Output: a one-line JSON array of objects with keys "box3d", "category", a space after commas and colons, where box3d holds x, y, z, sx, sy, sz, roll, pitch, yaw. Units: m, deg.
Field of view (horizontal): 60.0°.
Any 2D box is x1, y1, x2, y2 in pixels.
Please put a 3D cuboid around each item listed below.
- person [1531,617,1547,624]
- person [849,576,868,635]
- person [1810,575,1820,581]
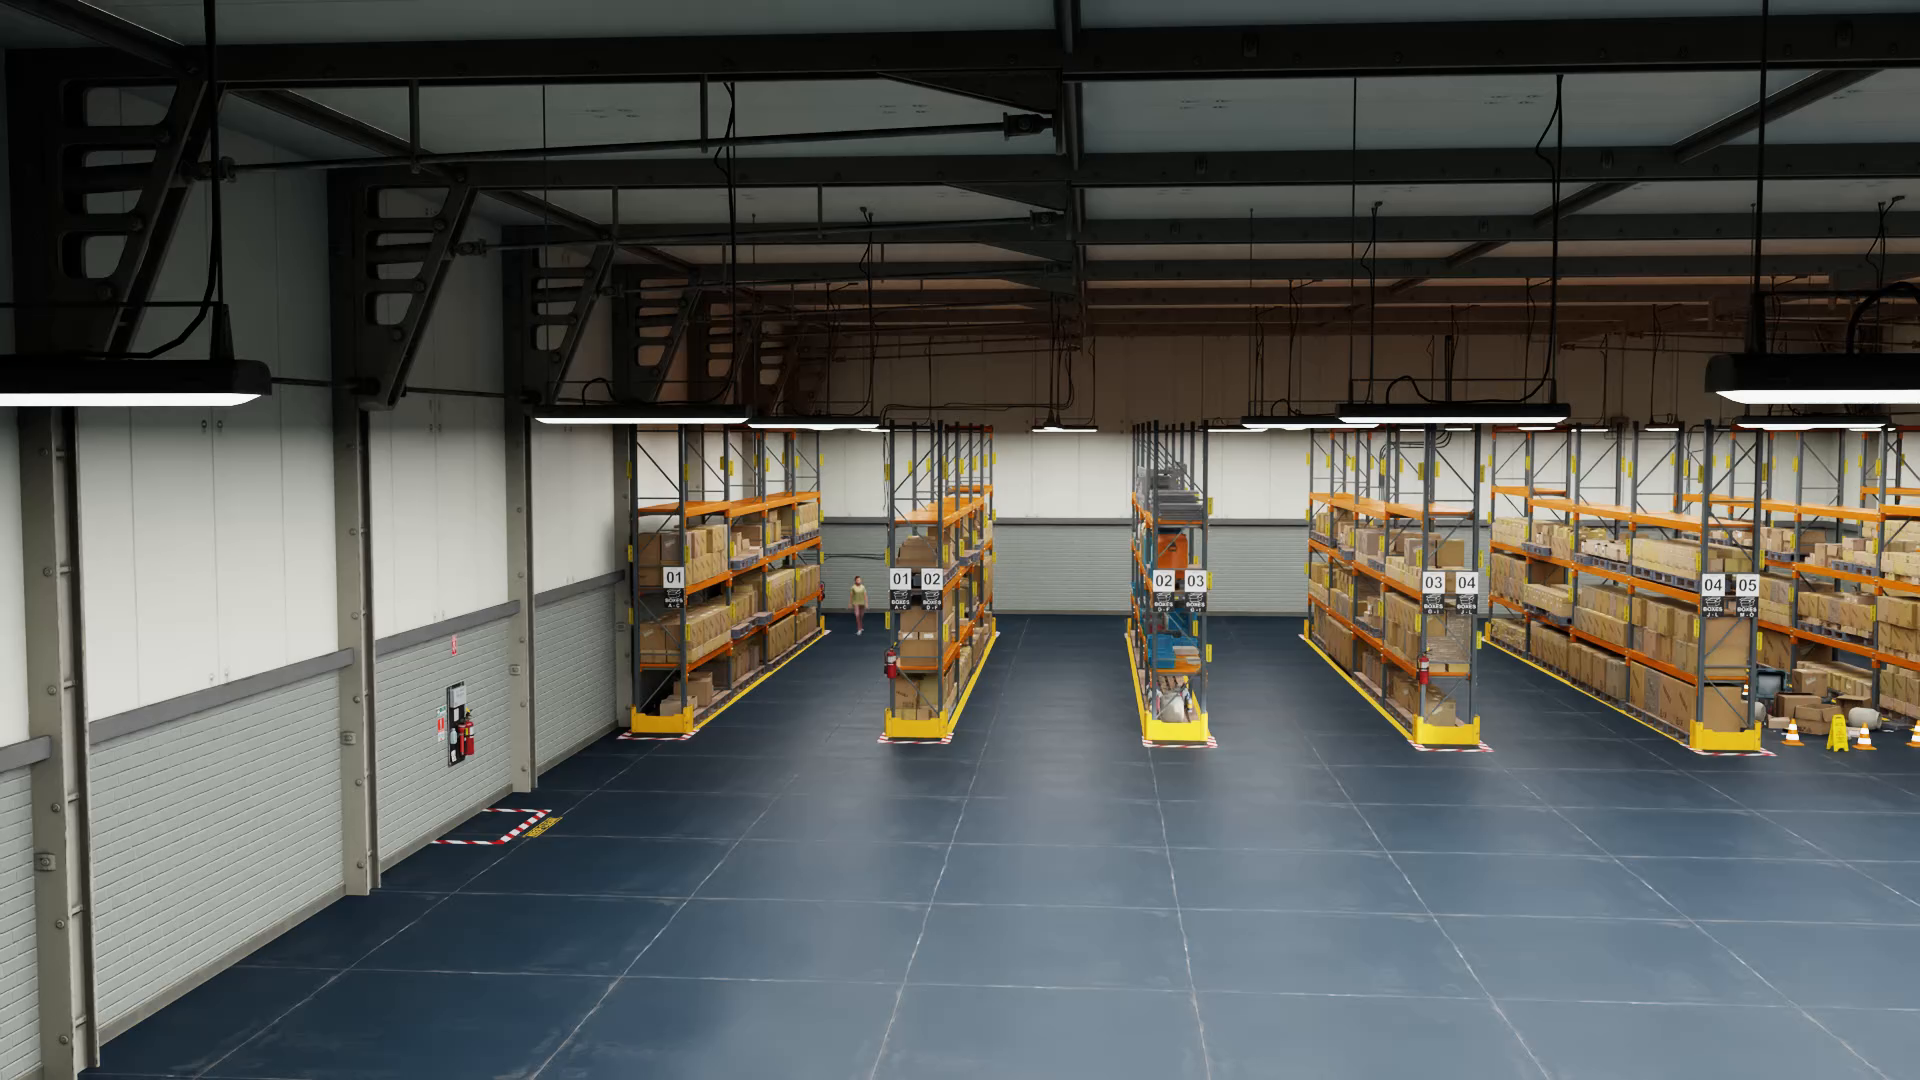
[{"box3d": [16.384, 1.879, 47.066, 0.533, 1.730, 0.938, -3, 5, -43], "category": "person"}, {"box3d": [-2.896, 1.864, 47.869, 0.518, 1.638, 0.927, -1, 4, -19], "category": "person"}, {"box3d": [24.355, 1.852, 47.349, 0.986, 1.727, 0.544, 0, 4, -2], "category": "person"}]
